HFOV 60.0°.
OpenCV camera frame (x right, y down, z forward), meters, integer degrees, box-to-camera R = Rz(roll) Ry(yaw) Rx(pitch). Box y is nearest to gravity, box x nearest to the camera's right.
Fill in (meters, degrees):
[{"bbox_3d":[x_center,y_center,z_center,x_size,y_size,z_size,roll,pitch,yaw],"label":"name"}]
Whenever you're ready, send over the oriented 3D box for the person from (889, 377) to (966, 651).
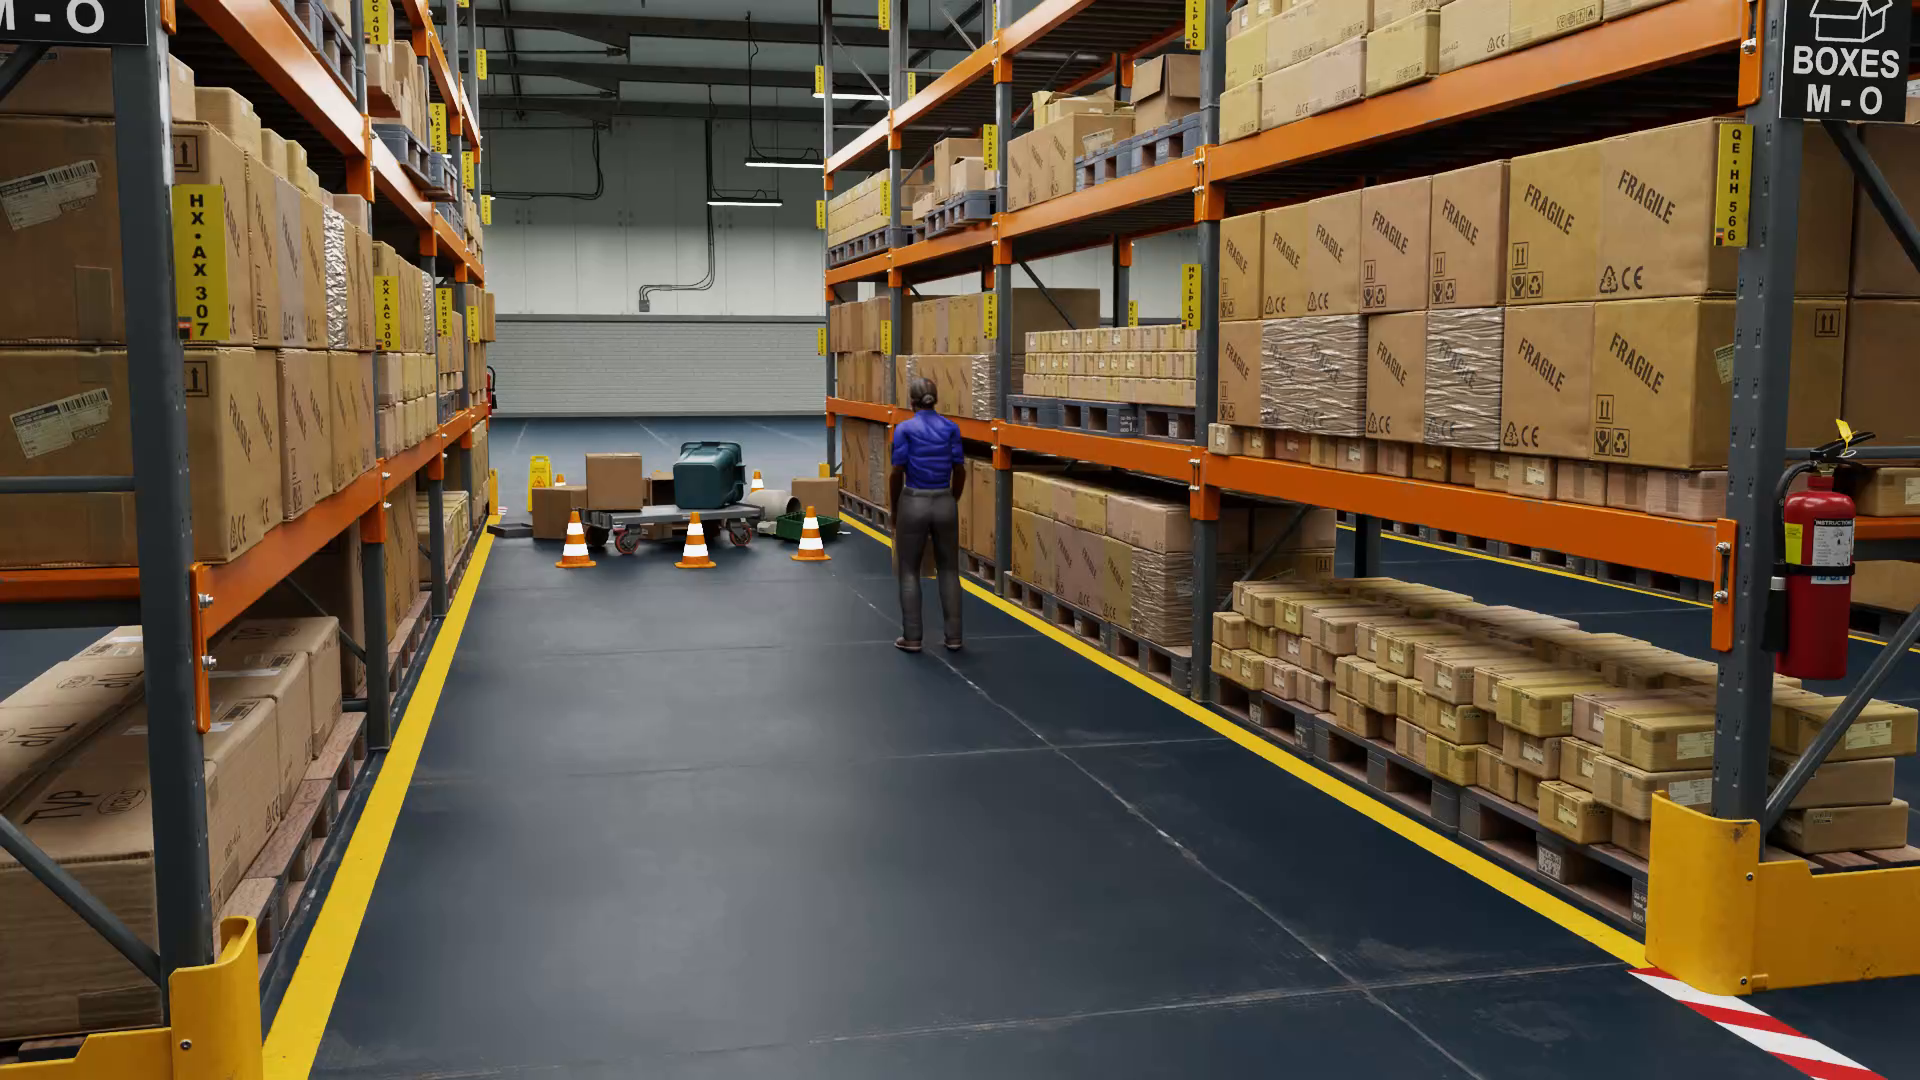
[{"bbox_3d":[-0.196,-0.156,10.110,0.492,1.660,0.345,-2,6,-15],"label":"person"}]
